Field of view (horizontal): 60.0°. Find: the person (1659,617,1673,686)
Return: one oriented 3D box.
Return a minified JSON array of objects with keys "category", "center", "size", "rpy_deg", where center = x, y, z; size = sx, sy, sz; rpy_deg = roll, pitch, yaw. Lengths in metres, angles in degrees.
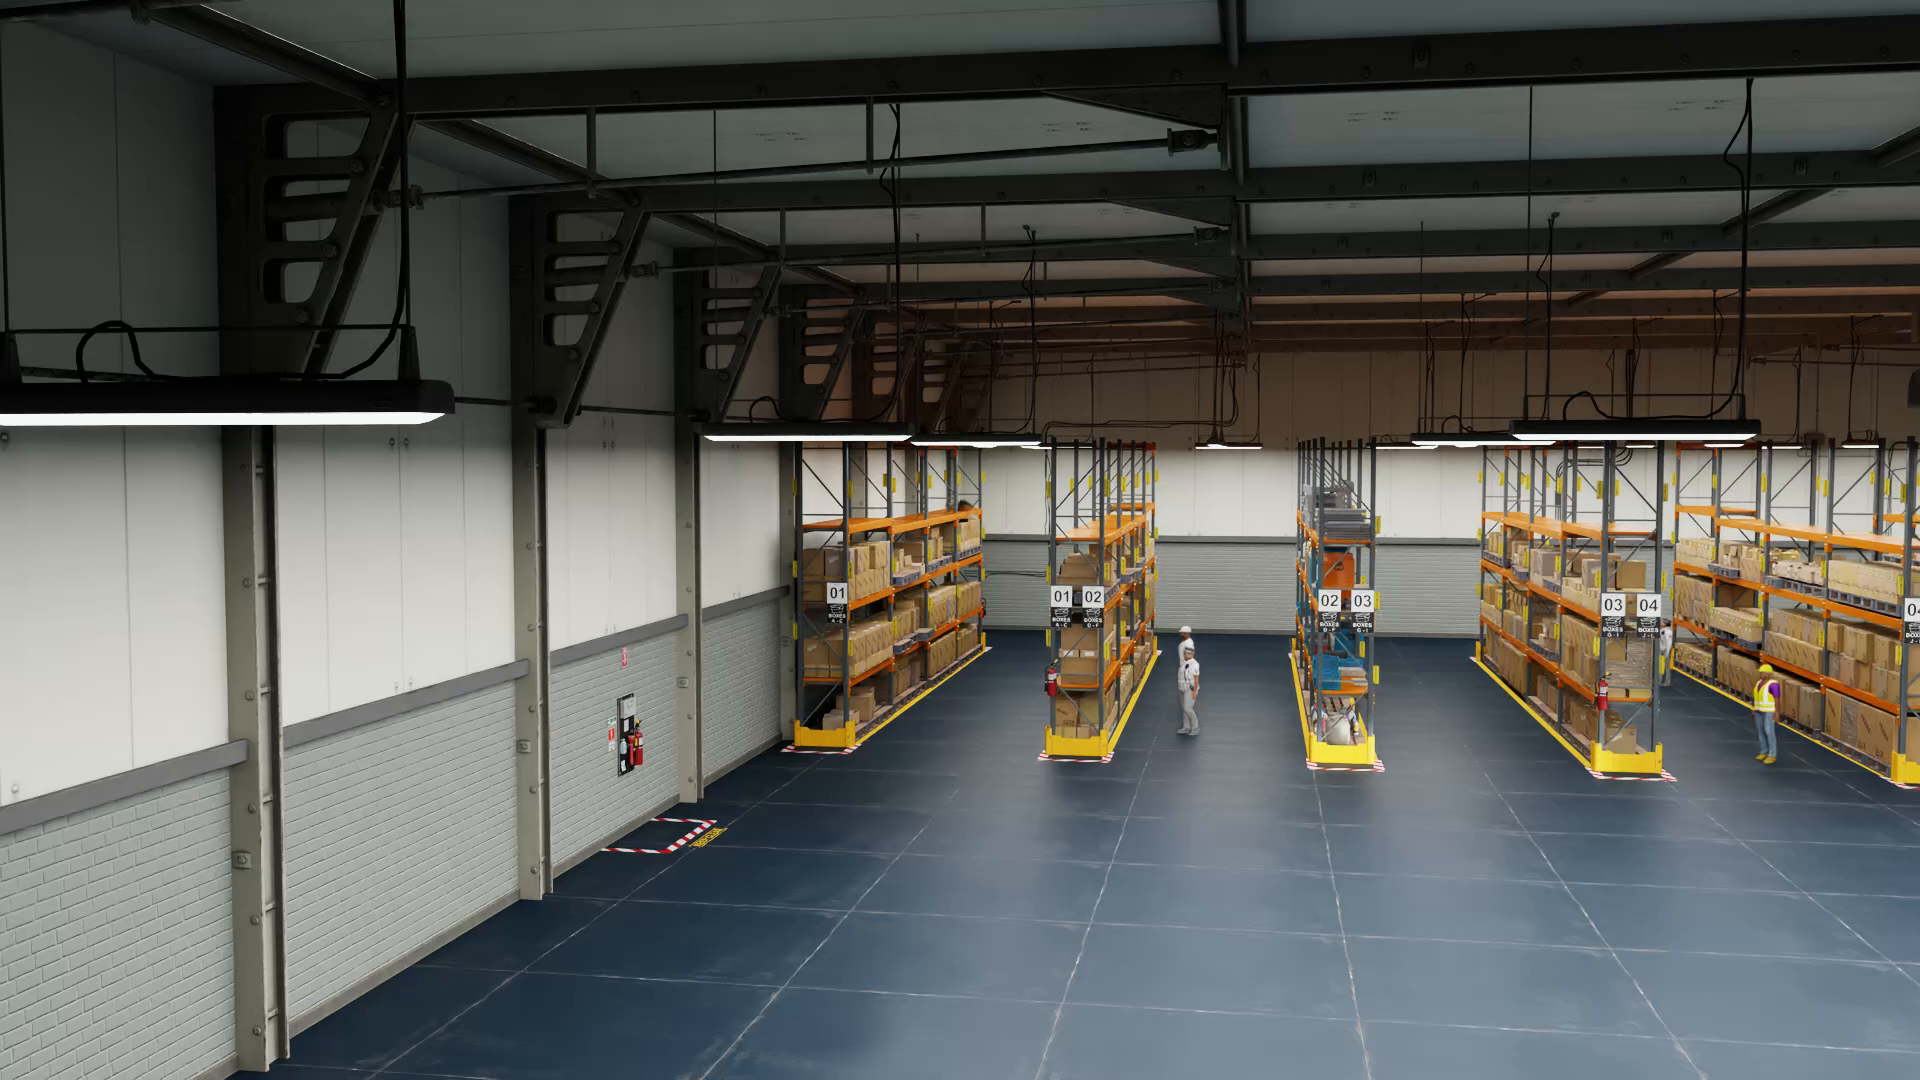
[{"category":"person","center":[17.270,2.730,40.812],"size":[0.369,1.696,0.521],"rpy_deg":[-1,3,-23]}]

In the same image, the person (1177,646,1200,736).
[{"category":"person","center":[4.623,3.063,33.760],"size":[0.403,1.805,0.578],"rpy_deg":[-1,3,-17]}]

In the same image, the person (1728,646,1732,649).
[{"category":"person","center":[21.634,2.405,46.138],"size":[0.856,1.739,0.565],"rpy_deg":[0,3,4]}]

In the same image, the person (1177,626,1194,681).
[{"category":"person","center":[5.144,2.834,37.588],"size":[0.424,1.772,0.632],"rpy_deg":[0,3,-1]}]

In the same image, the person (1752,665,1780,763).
[{"category":"person","center":[14.917,3.206,30.848],"size":[0.447,1.777,0.658],"rpy_deg":[-1,3,-14]}]
